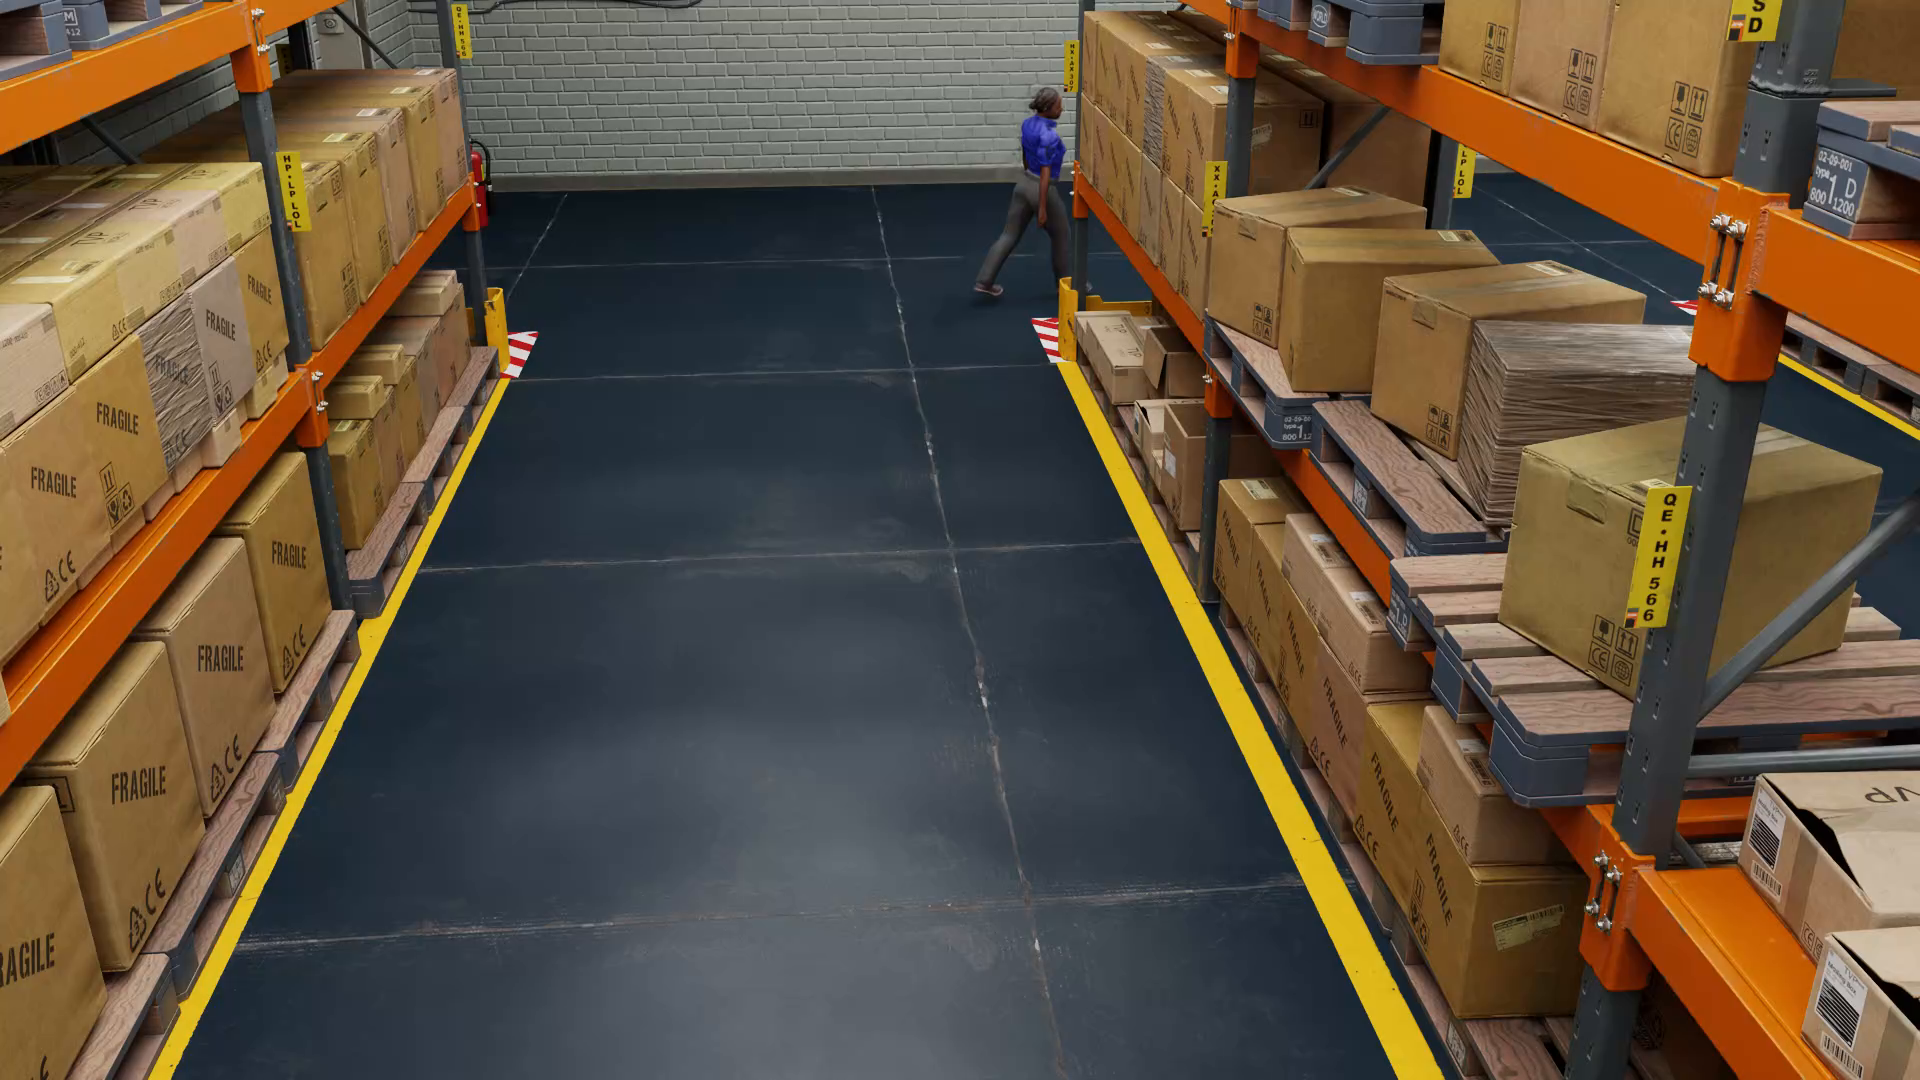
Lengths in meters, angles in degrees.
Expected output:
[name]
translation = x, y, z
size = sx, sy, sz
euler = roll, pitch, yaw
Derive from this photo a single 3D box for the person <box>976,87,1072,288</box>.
[person]
translation = 0.529, -2.602, 12.456
size = 0.806, 1.544, 0.530
euler = -14, 28, -29
